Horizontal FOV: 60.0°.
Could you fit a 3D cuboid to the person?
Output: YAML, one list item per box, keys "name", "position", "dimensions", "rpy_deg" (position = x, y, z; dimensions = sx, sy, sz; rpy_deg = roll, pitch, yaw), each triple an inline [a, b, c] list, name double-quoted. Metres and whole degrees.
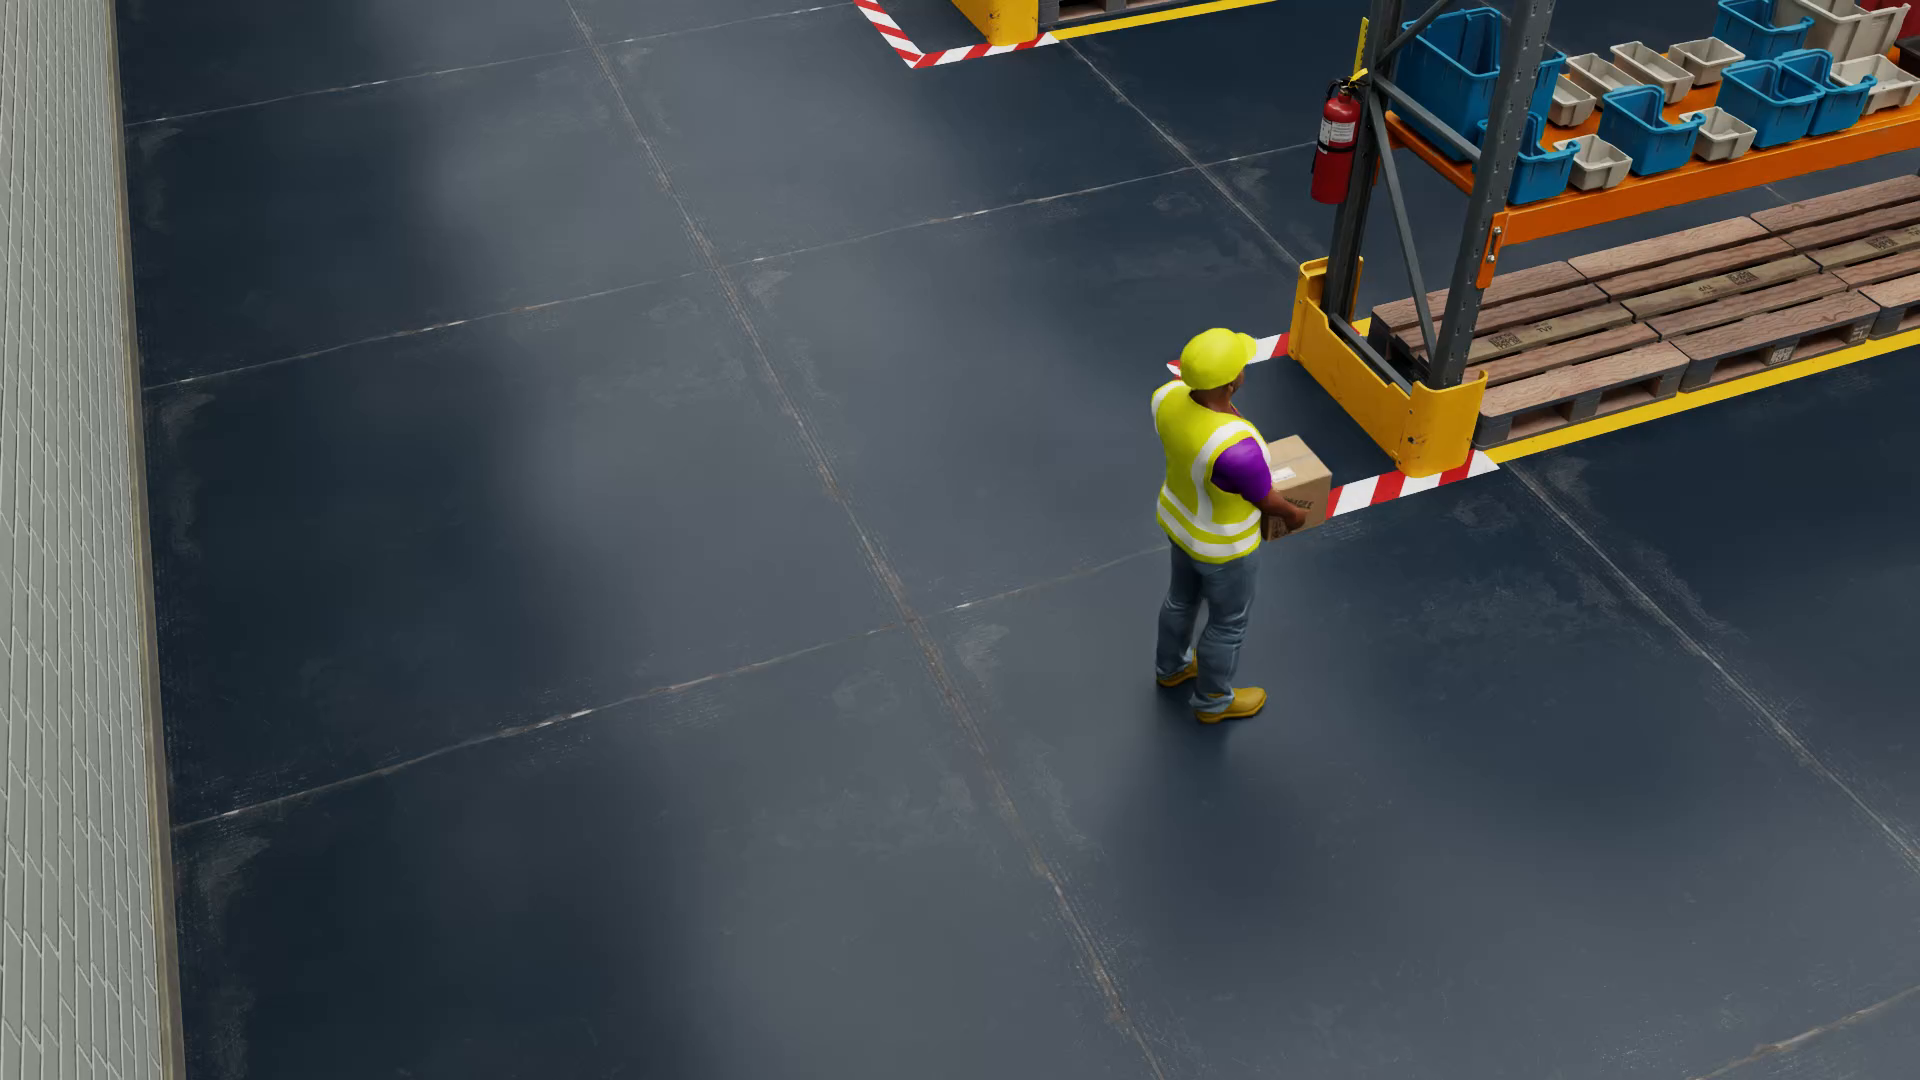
- name: "person"
  position: [0.981, -0.062, 6.203]
  dimensions: [0.591, 1.772, 0.526]
  rpy_deg: [32, 51, 31]
